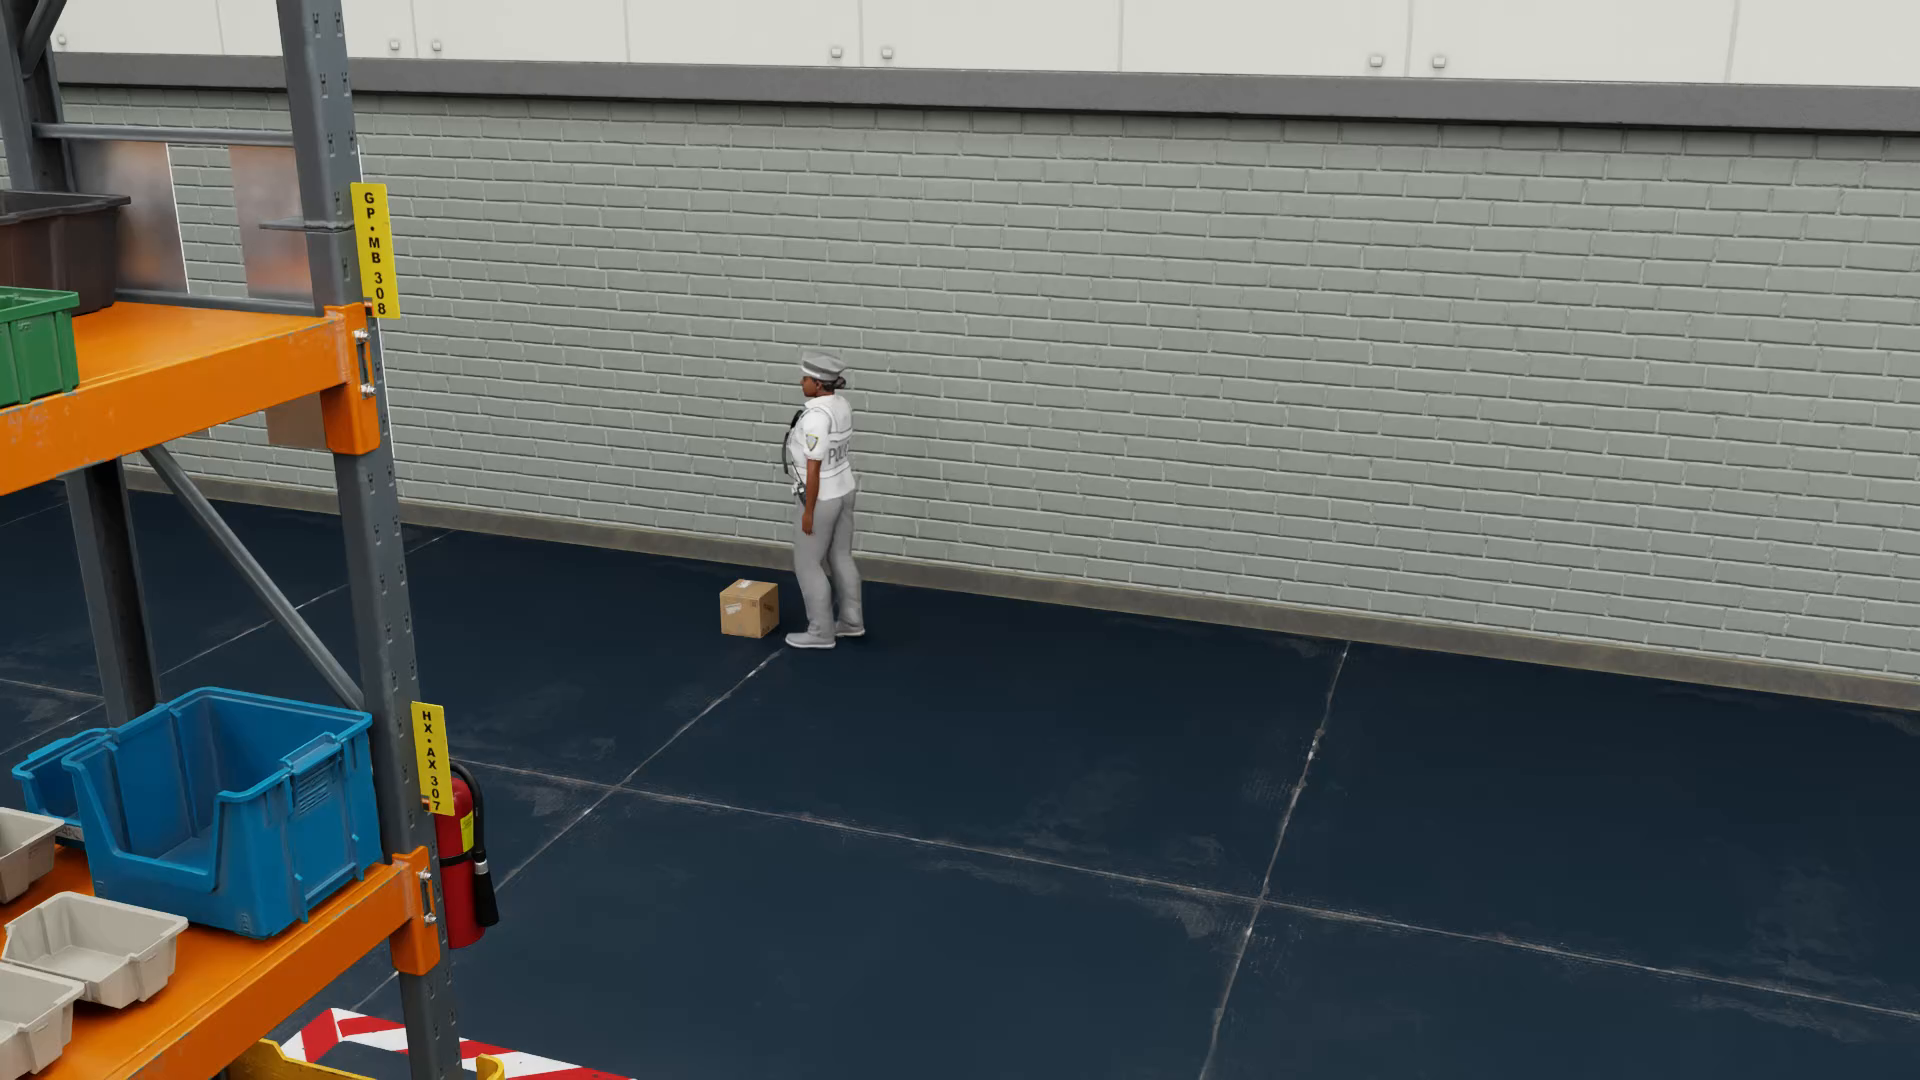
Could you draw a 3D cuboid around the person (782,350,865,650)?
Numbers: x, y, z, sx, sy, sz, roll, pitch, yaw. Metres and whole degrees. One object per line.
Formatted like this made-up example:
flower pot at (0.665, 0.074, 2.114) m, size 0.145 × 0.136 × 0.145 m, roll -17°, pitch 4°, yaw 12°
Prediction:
person at (-0.767, -0.218, 9.192) m, size 0.376 × 1.687 × 0.436 m, roll 7°, pitch 20°, yaw 19°
